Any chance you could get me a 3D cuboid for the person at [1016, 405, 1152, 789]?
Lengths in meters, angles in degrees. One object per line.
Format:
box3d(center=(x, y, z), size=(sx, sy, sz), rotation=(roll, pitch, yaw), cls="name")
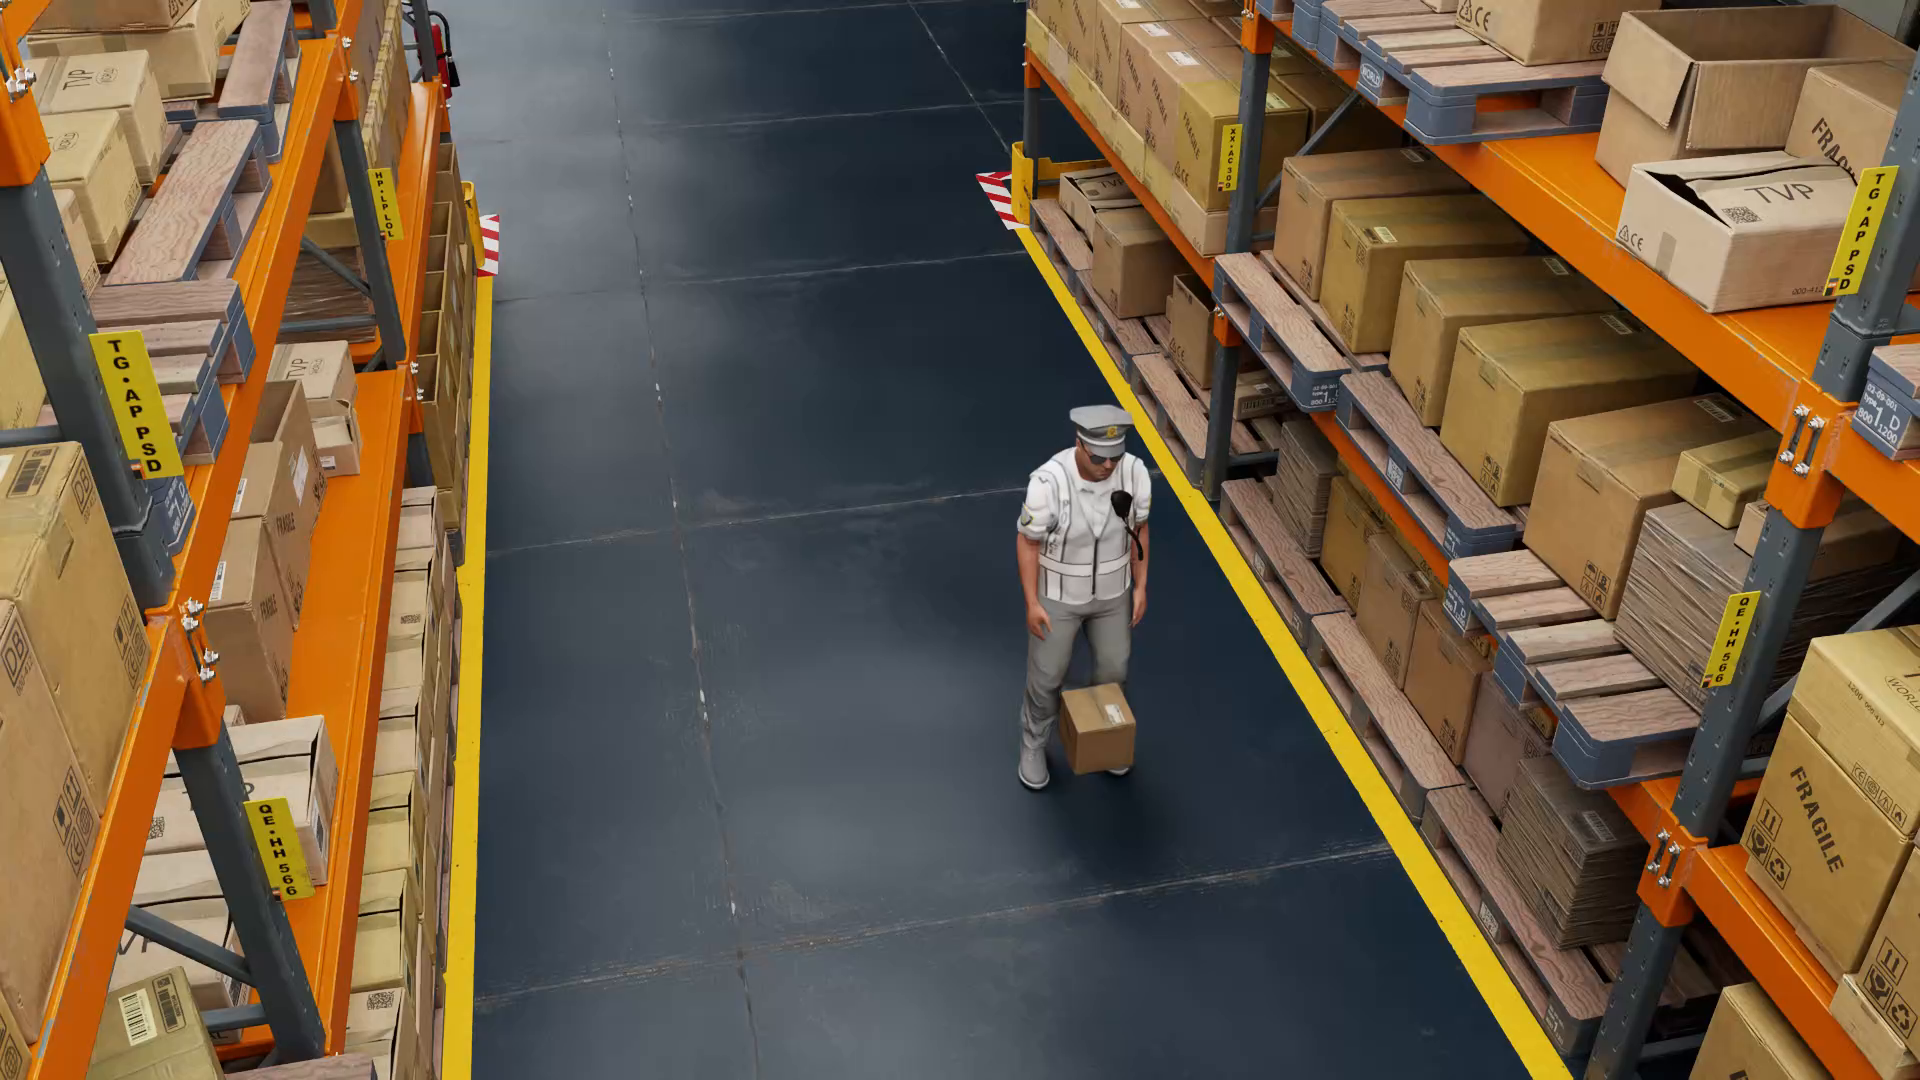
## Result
box3d(center=(0.502, 0.203, 6.833), size=(0.568, 1.751, 0.438), rotation=(-8, 35, -12), cls="person")
